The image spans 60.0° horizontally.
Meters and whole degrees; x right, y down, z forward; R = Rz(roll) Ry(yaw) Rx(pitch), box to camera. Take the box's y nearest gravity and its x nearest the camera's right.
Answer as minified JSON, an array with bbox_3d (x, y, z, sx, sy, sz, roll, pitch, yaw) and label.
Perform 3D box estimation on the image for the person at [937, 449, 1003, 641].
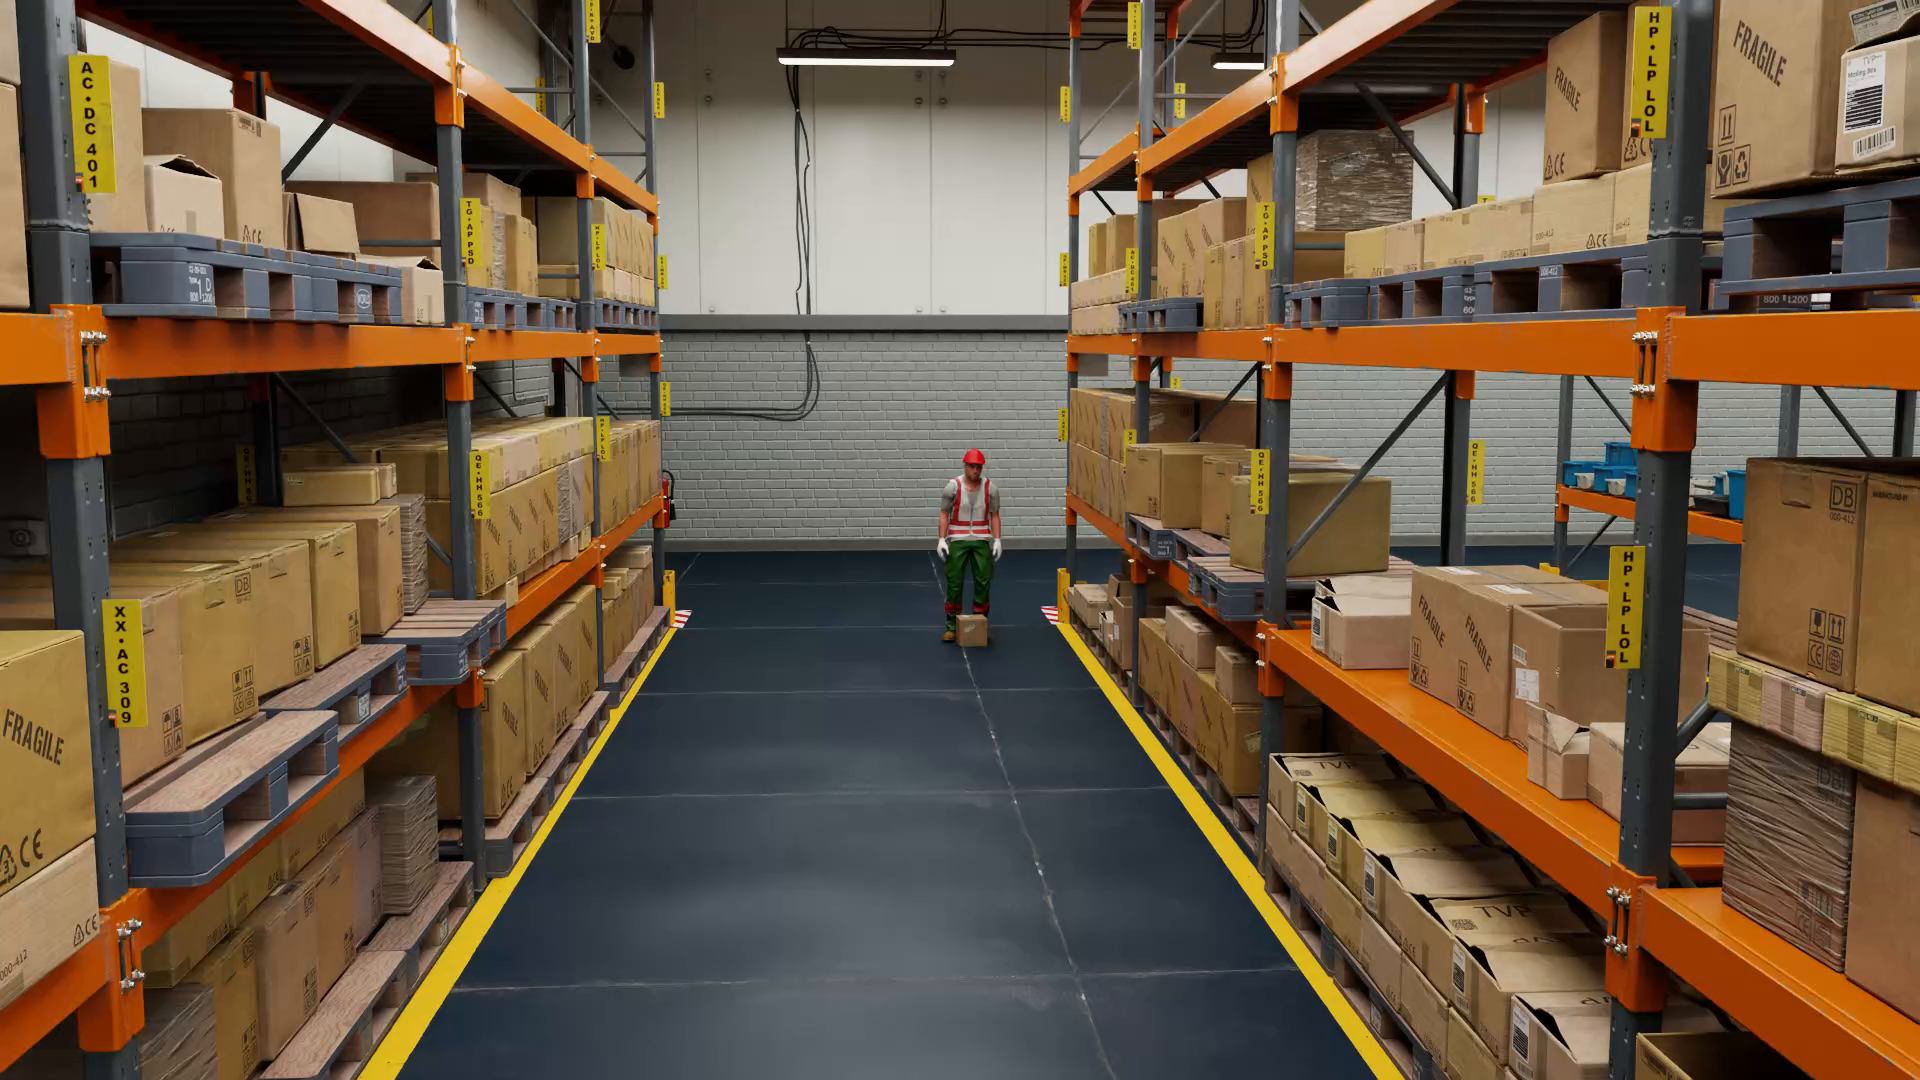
[{"bbox_3d":[0.093,0.043,15.319,0.611,1.778,0.451,-1,7,-7],"label":"person"}]
